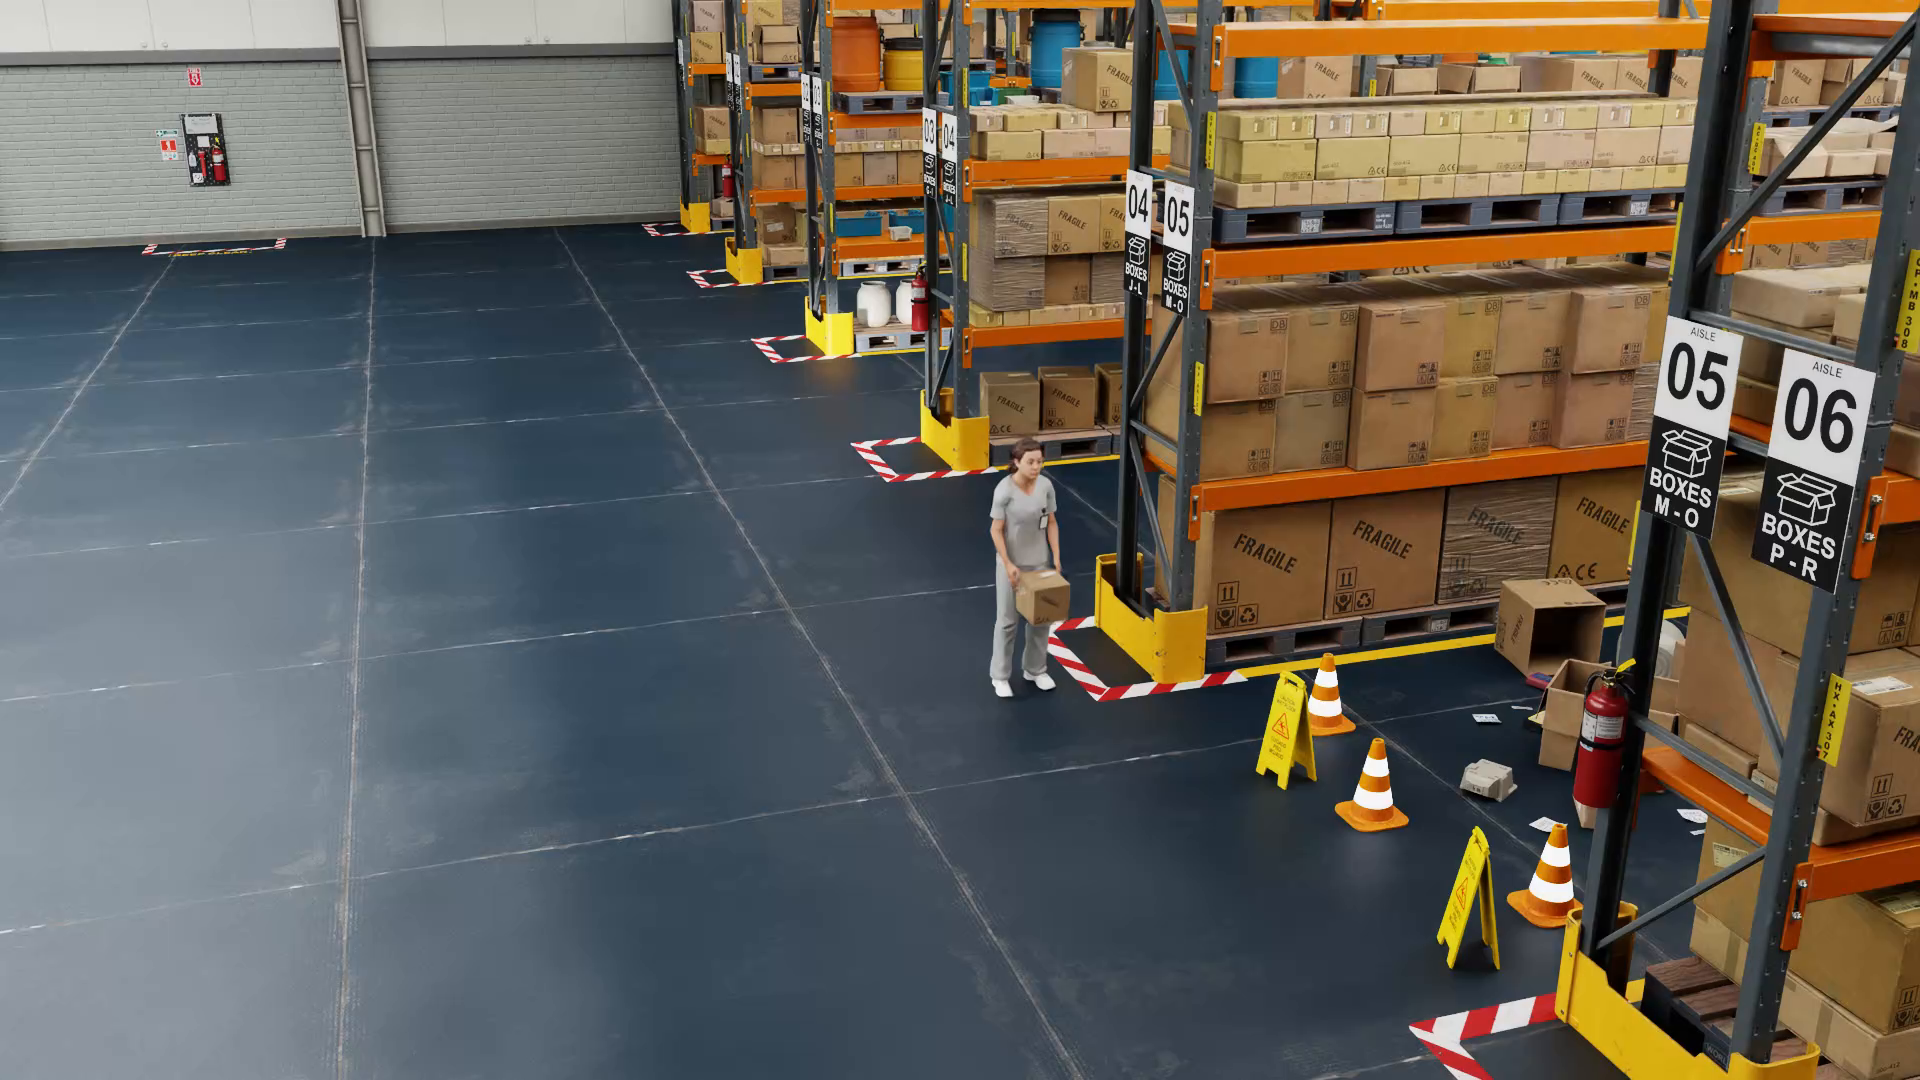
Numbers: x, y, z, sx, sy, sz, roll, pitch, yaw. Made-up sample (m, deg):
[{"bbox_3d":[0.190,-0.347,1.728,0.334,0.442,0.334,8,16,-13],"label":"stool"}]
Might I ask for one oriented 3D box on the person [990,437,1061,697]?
[{"bbox_3d":[0.418,0.159,10.611,0.467,1.676,0.378,-8,21,-22],"label":"person"}]
